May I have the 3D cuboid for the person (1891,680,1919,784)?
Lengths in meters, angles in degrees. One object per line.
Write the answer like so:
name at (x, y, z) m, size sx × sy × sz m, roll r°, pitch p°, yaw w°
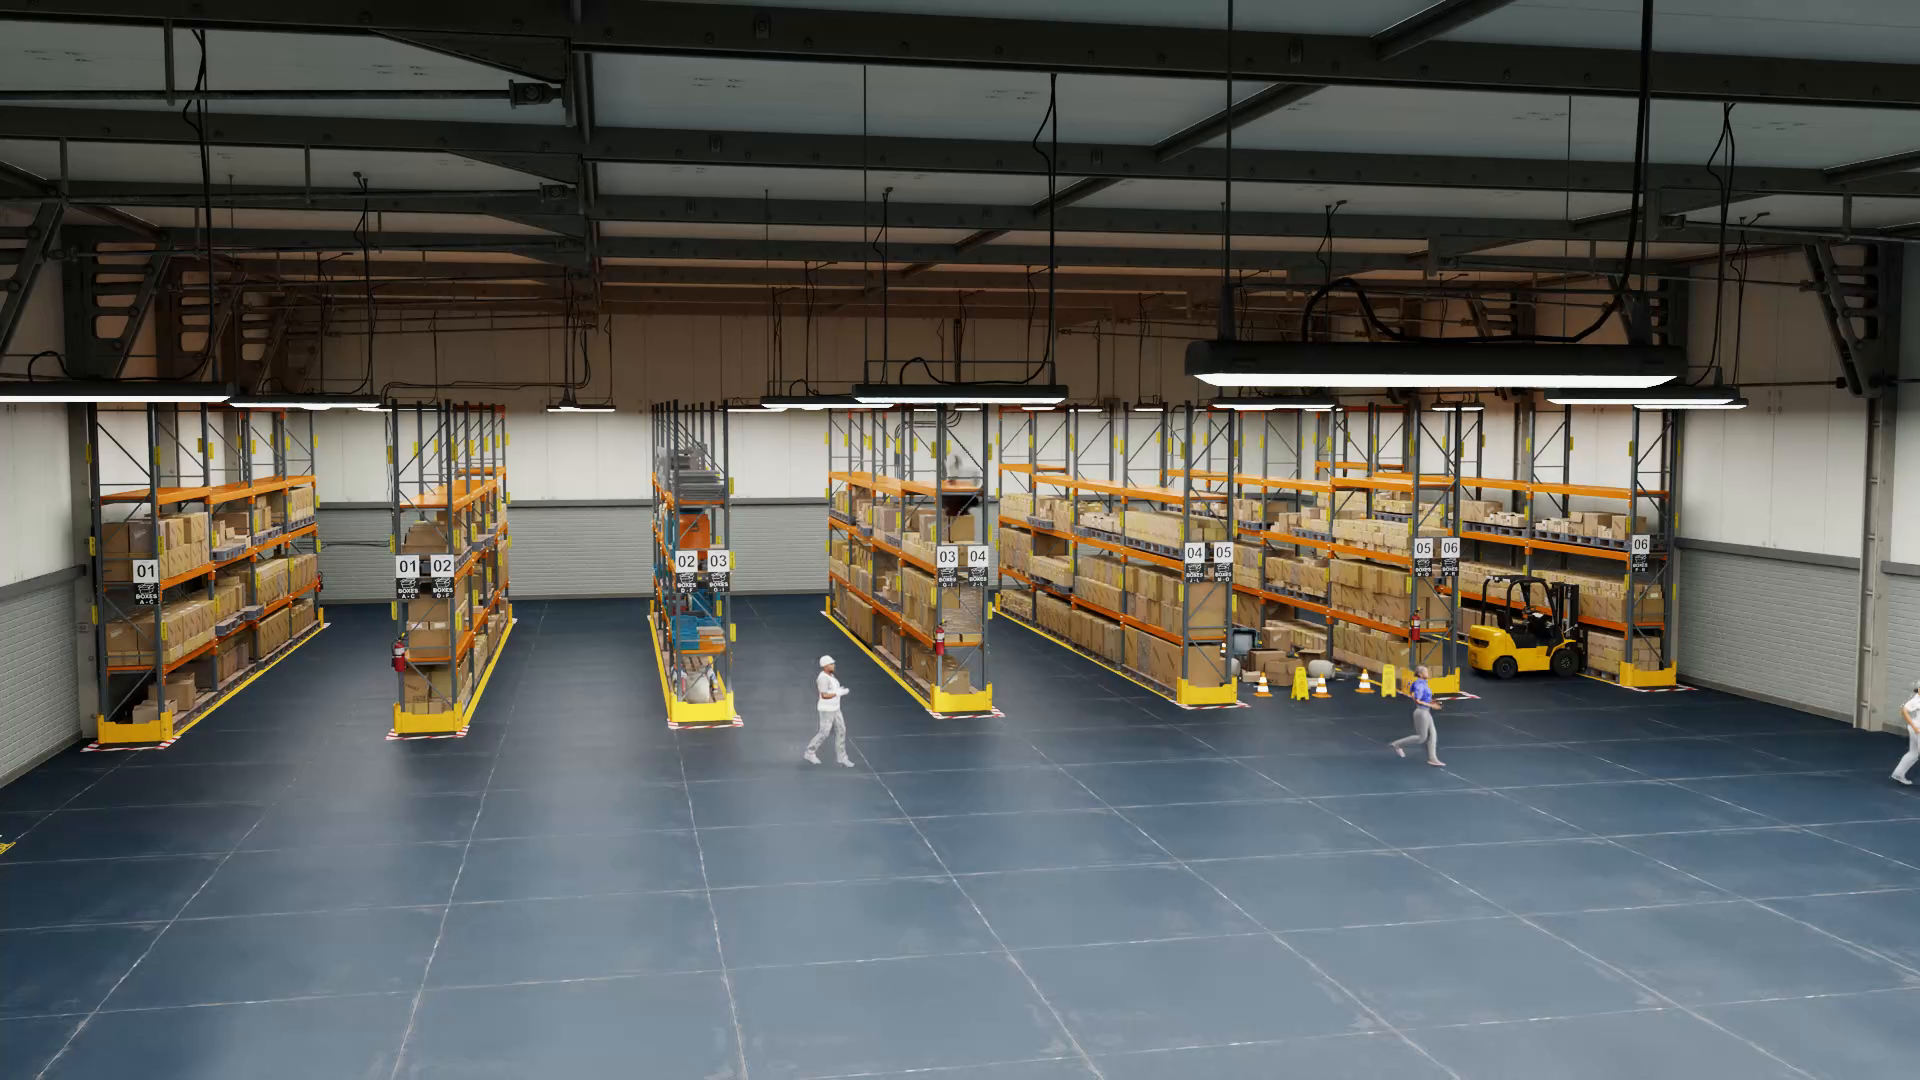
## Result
person at (14.651, 2.993, 25.362) m, size 0.750 × 1.723 × 0.577 m, roll 3°, pitch 5°, yaw 31°

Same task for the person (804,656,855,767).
person at (-2.129, 2.781, 26.946) m, size 0.824 × 1.823 × 0.664 m, roll 1°, pitch 4°, yaw 12°

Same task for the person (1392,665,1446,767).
person at (7.499, 2.863, 27.123) m, size 0.851 × 1.650 × 0.579 m, roll 2°, pitch 5°, yaw 19°
